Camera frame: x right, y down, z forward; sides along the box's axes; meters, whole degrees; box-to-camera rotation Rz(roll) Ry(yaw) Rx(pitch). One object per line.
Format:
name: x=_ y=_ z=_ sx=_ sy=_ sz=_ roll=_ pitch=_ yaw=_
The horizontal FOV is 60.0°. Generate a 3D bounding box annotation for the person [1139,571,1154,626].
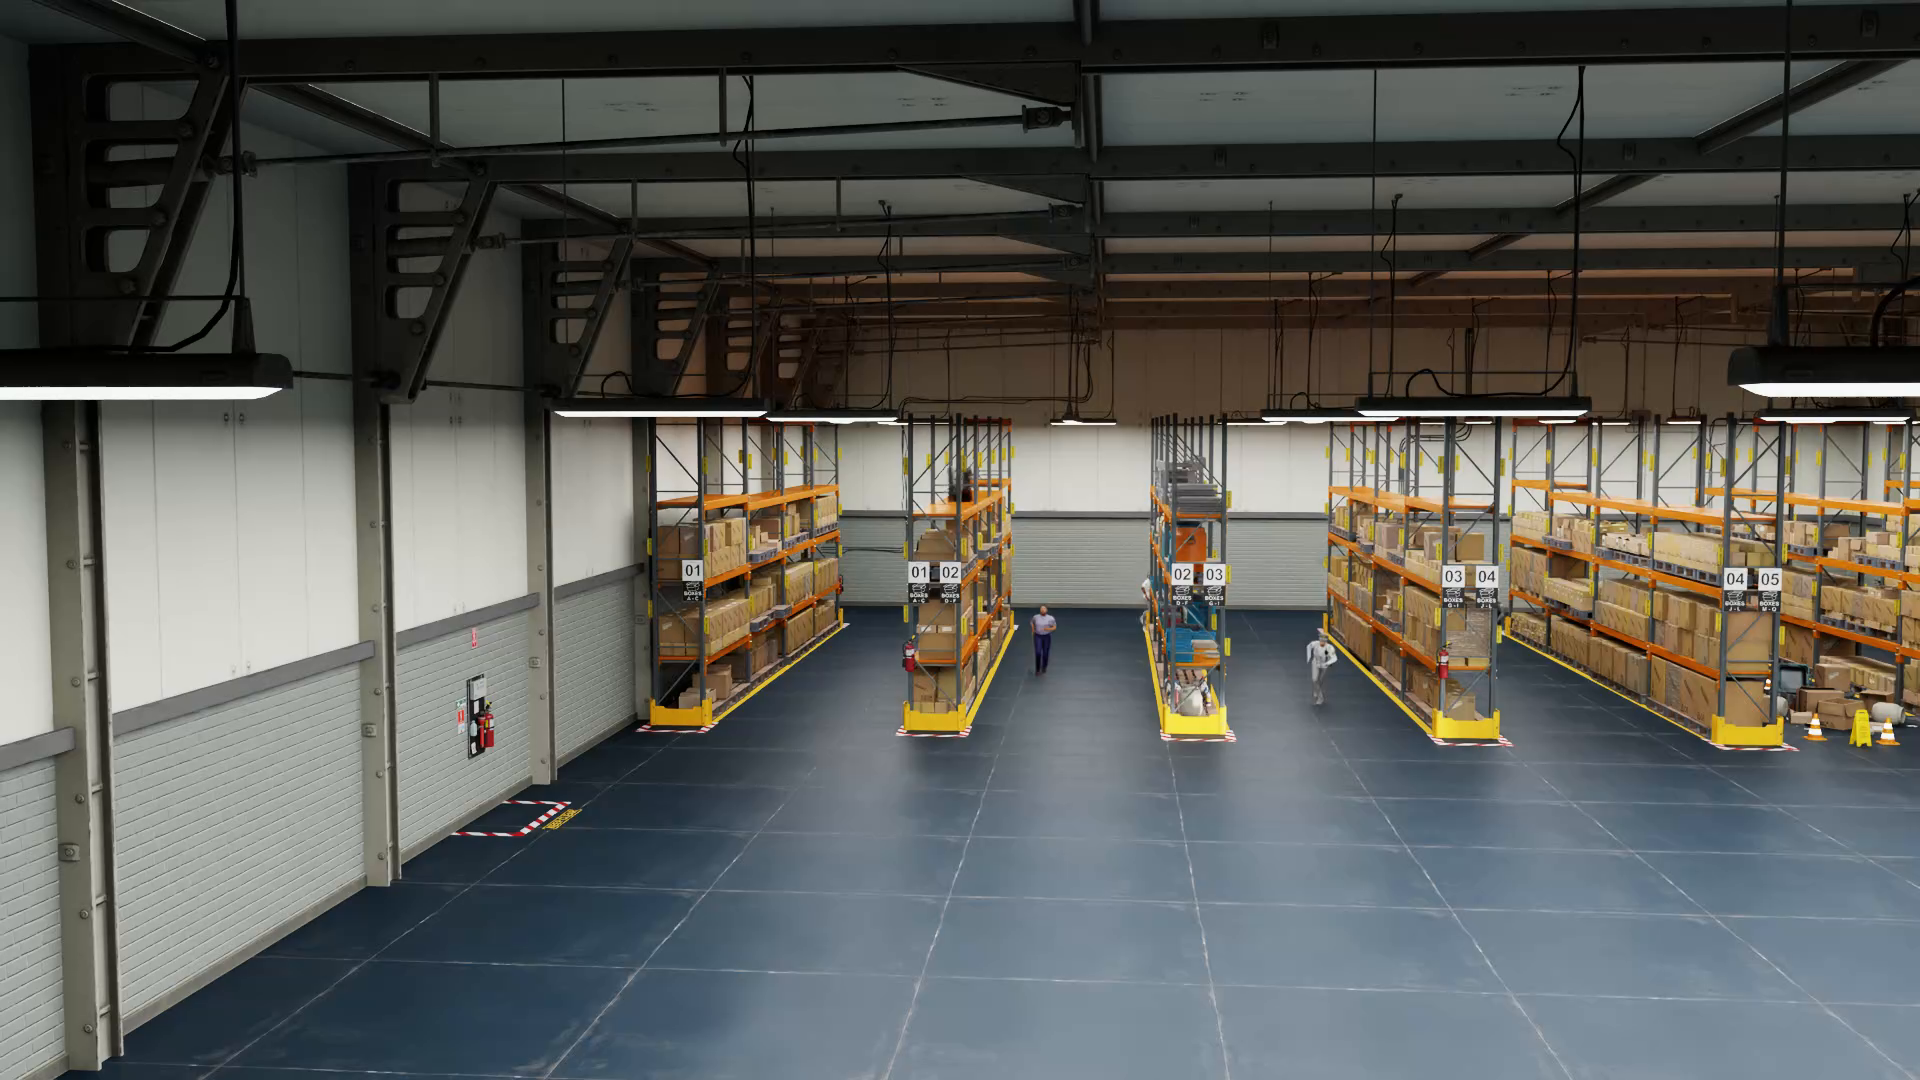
person: x=5.476 y=1.687 z=48.029 sx=0.505 sy=1.629 sz=0.652 roll=1 pitch=4 yaw=19

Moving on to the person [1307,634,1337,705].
person: x=7.537 y=2.660 z=34.711 sx=0.583 sy=1.513 sz=1.035 roll=1 pitch=4 yaw=10

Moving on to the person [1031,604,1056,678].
person: x=1.930 y=2.327 z=38.413 sx=0.579 sy=1.697 sz=0.717 roll=0 pitch=4 yaw=1

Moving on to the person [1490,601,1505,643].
person: x=13.081 y=2.095 z=41.102 sx=0.741 sy=1.672 sz=0.802 roll=2 pitch=4 yaw=23
